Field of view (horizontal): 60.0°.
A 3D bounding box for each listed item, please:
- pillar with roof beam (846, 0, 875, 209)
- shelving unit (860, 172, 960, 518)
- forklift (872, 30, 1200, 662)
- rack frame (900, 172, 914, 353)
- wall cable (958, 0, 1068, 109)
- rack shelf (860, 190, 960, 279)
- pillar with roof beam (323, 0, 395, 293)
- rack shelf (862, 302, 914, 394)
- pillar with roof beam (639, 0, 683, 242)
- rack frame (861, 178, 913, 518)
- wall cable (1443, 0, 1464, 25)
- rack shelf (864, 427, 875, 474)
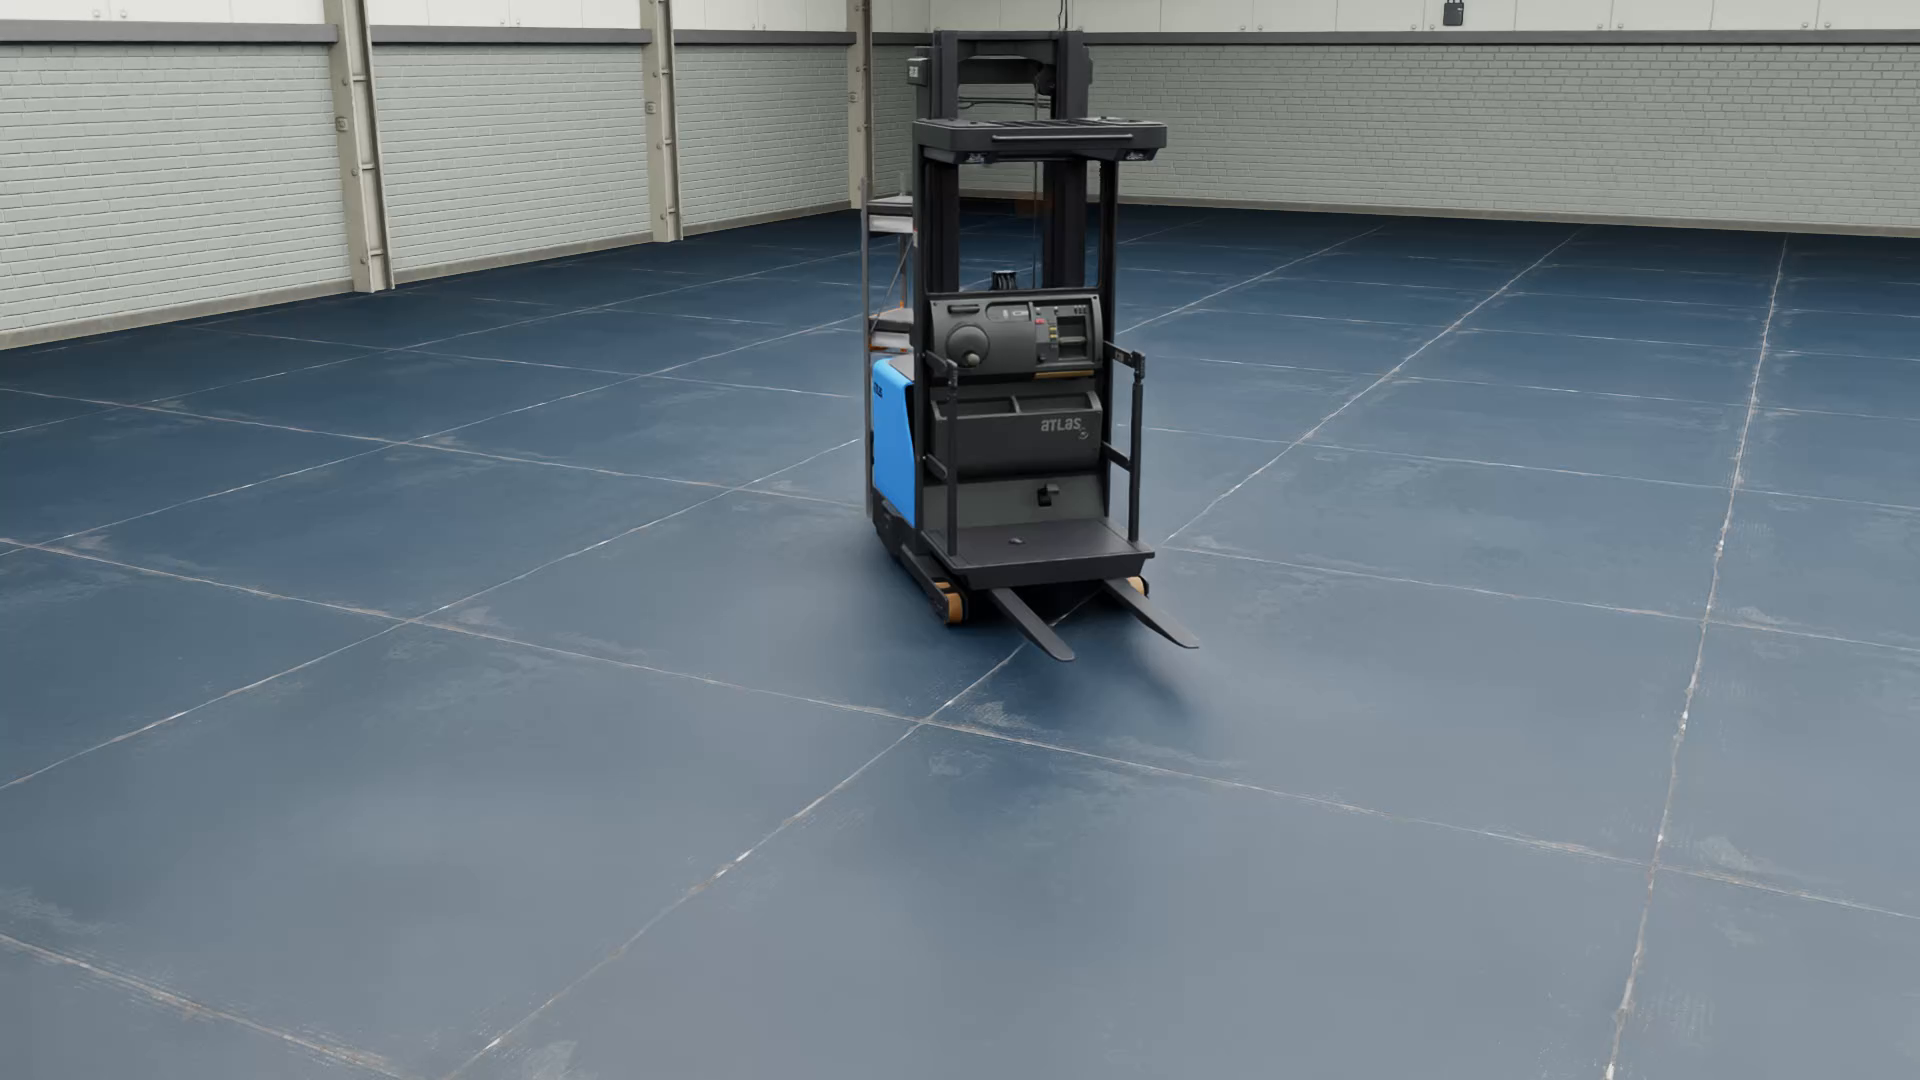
[{"bbox_3d":[2.054,-9.879,27.480,9.100,9.000,0.400,8,18,25],"label":"pillar with roof beam"},{"bbox_3d":[-0.301,-1.193,10.352,0.431,2.100,0.503,8,18,25],"label":"shelving unit"},{"bbox_3d":[0.362,-1.092,8.555,1.130,2.935,3.031,-5,17,-15],"label":"forklift"},{"bbox_3d":[-0.191,-1.255,10.561,0.400,2.100,0.015,8,18,25],"label":"rack frame"},{"bbox_3d":[0.702,-9.520,31.726,3.097,2.526,0.112,8,18,25],"label":"wall cable"},{"bbox_3d":[-0.301,-1.851,10.157,0.431,0.518,0.480,8,18,25],"label":"rack shelf"},{"bbox_3d":[-3.308,-6.822,17.189,9.100,9.000,0.400,8,18,25],"label":"pillar with roof beam"},{"bbox_3d":[-0.301,-1.180,10.356,0.431,0.518,0.480,8,18,25],"label":"rack shelf"},{"bbox_3d":[-0.627,-8.351,22.334,9.100,9.000,0.400,8,18,25],"label":"pillar with roof beam"},{"bbox_3d":[-0.410,-1.131,10.143,0.400,2.100,0.015,8,18,25],"label":"rack frame"},{"bbox_3d":[9.188,-11.427,26.720,2.305,6.003,0.169,8,18,25],"label":"wall cable"},{"bbox_3d":[-0.301,-0.509,10.555,0.431,0.518,0.480,8,18,25],"label":"rack shelf"}]
